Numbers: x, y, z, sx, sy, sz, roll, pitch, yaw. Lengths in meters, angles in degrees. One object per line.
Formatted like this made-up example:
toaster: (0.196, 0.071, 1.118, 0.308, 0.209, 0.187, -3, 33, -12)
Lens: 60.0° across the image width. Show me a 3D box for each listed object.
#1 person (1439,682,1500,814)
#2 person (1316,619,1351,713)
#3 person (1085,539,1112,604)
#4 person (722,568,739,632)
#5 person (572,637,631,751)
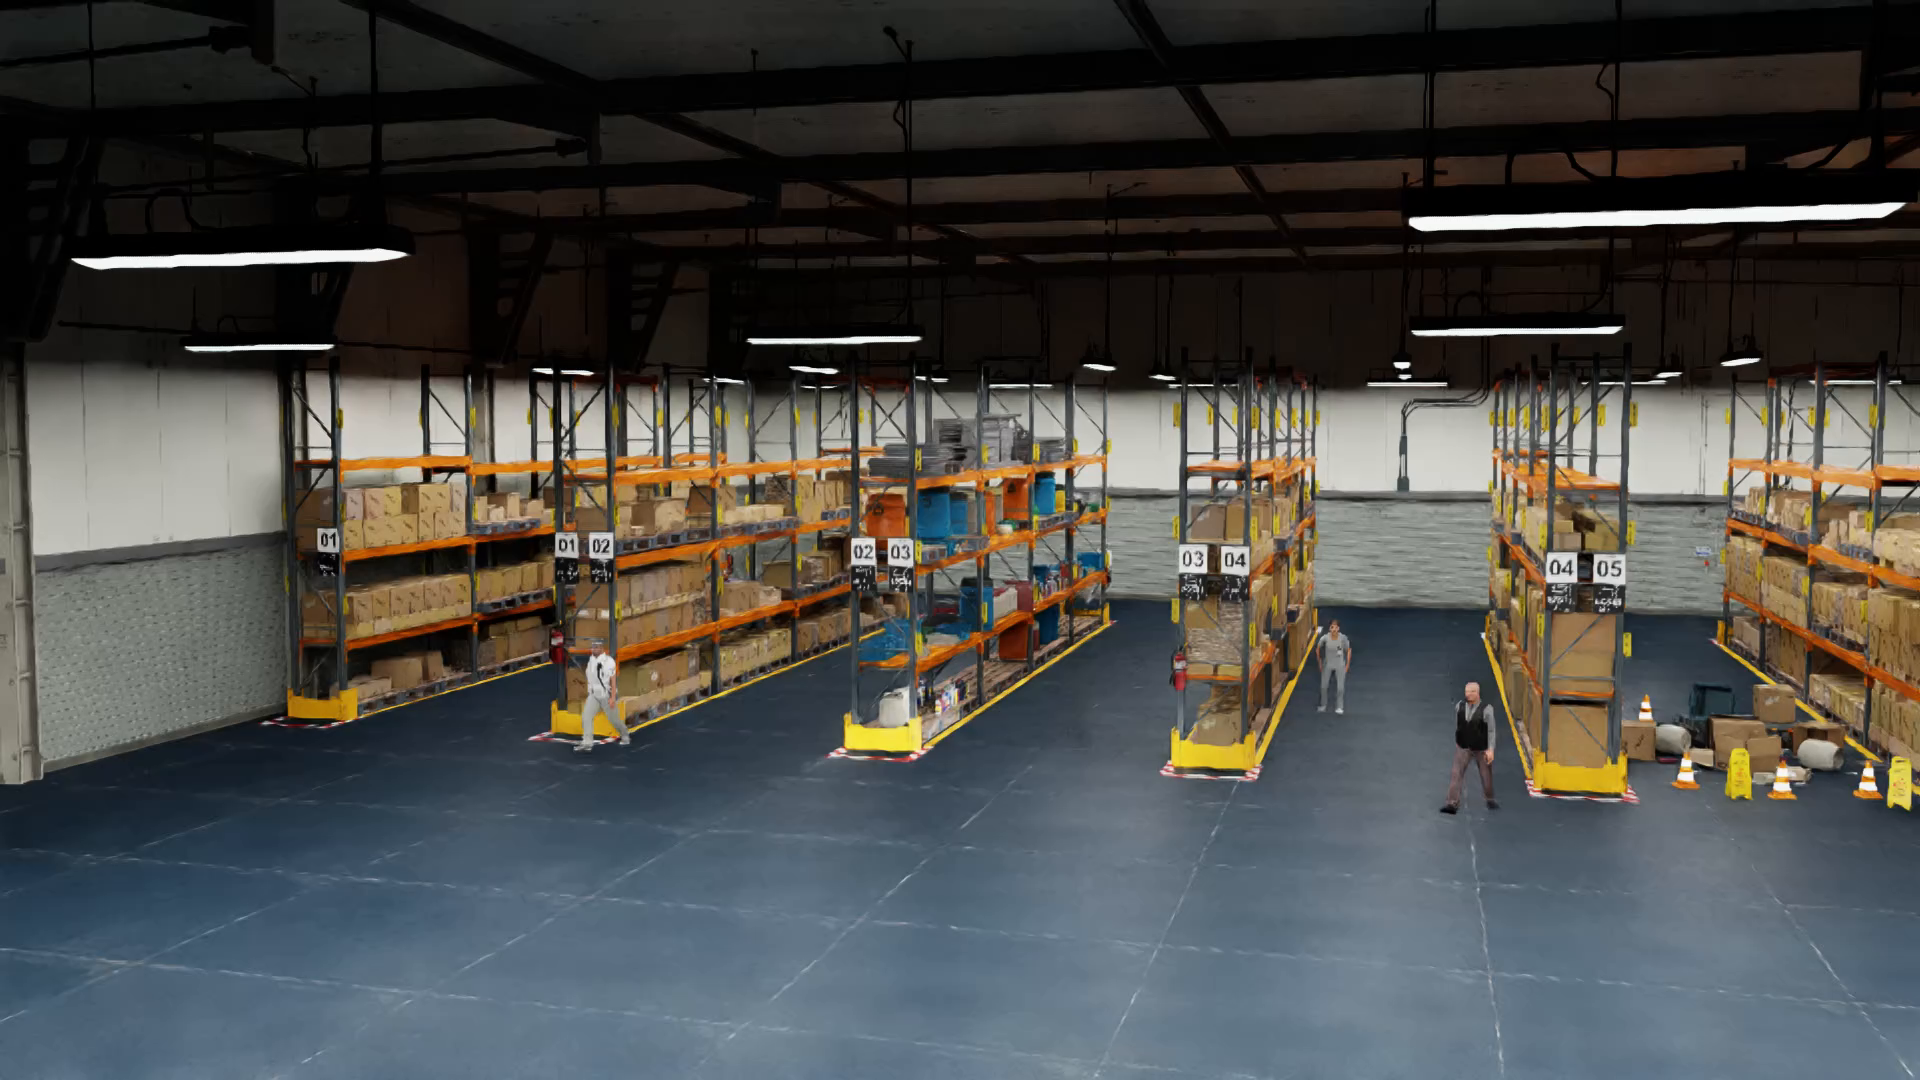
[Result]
person: (6.493, 2.627, 21.045, 0.579, 1.675, 0.950, 3, 5, 39)
person: (6.326, 2.134, 28.166, 0.580, 1.619, 0.507, 1, 4, 13)
person: (3.726, 0.848, 44.496, 0.735, 1.773, 0.509, -2, 5, -25)
person: (-5.296, 1.424, 38.034, 0.628, 1.583, 0.828, 2, 4, 20)
person: (-5.354, 2.300, 25.009, 0.568, 1.722, 0.950, 3, 5, 31)
